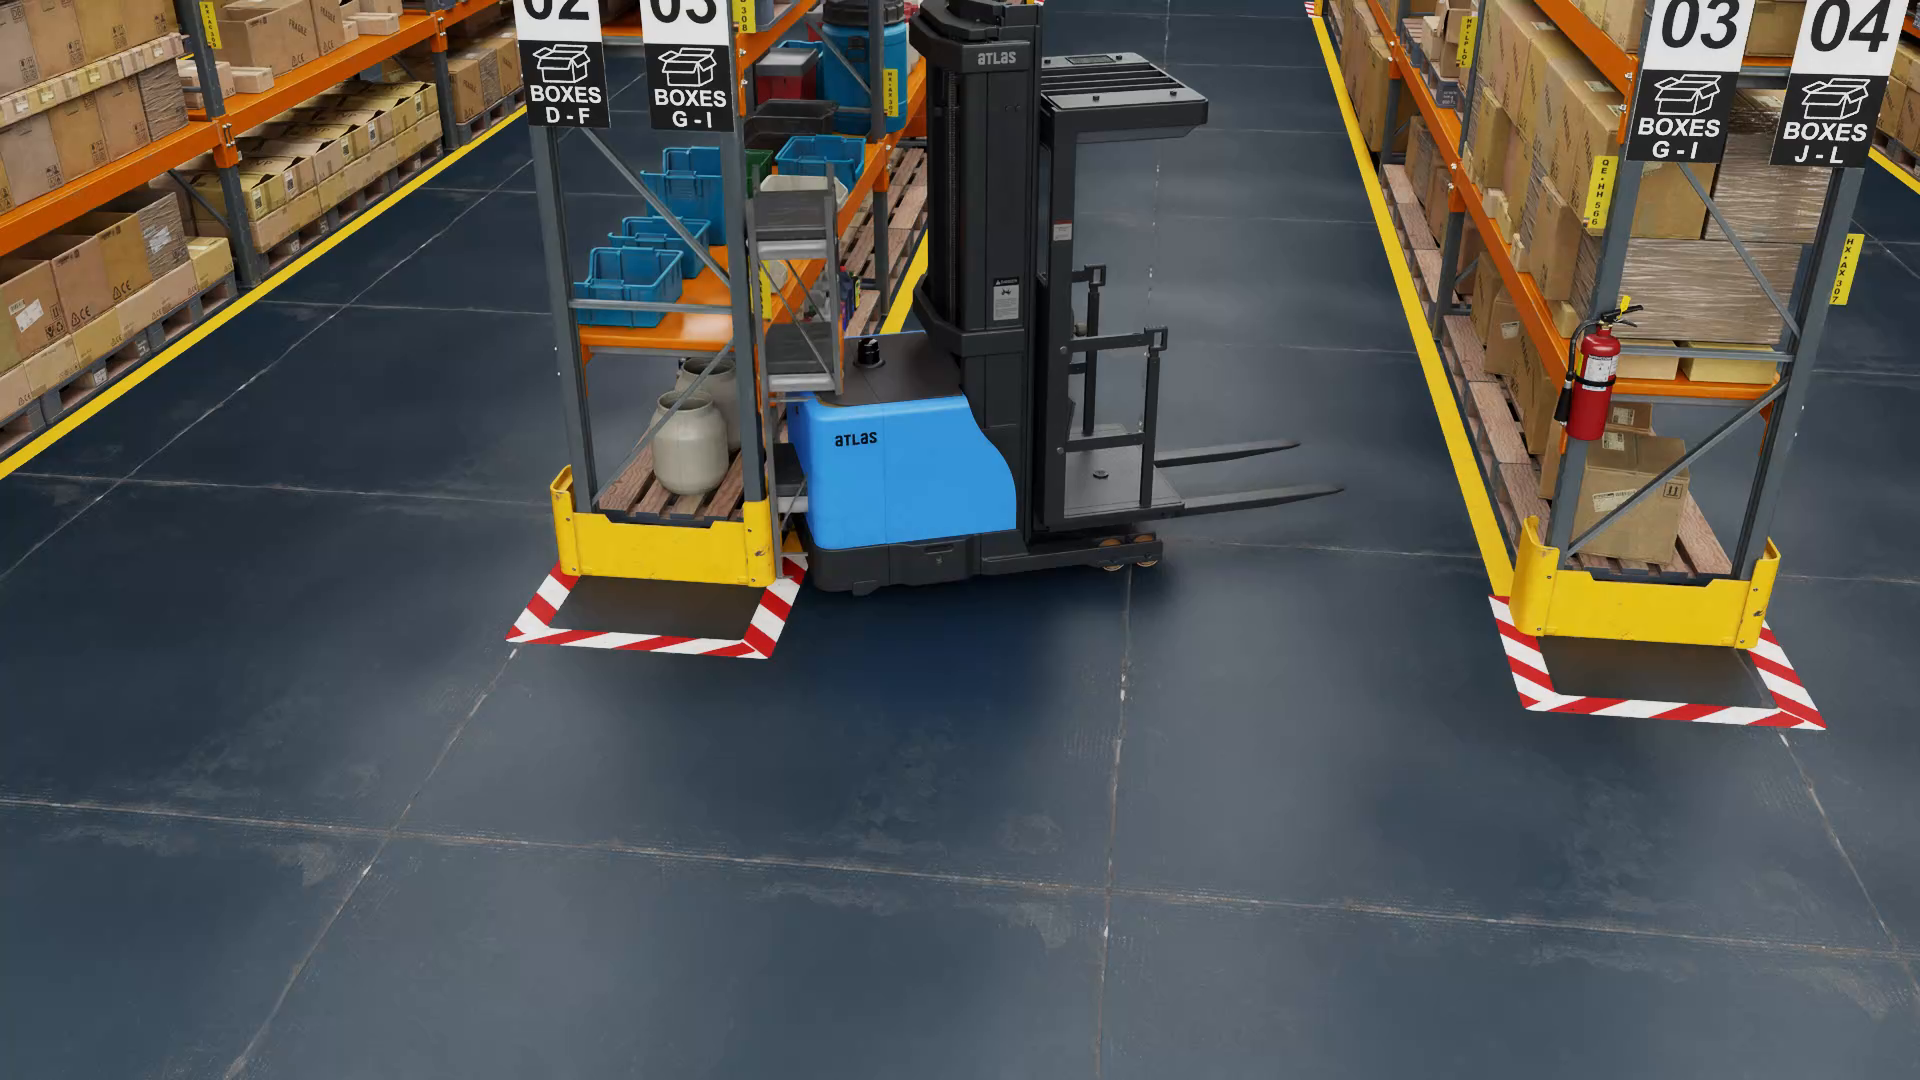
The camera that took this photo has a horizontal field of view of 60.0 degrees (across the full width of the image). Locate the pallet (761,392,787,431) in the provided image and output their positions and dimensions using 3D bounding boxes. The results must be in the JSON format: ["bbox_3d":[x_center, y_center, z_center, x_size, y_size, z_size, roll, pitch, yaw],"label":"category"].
[{"bbox_3d":[-1.297,-0.910,10.716,1.003,0.211,1.213,3,28,6],"label":"pallet"}]

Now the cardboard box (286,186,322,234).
[{"bbox_3d":[-5.583,-2.707,13.569,0.500,0.250,0.500,4,29,7],"label":"cardboard box"}]

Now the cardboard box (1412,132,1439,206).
[{"bbox_3d":[4.262,-3.137,14.082,0.700,0.500,0.500,1,28,2],"label":"cardboard box"}]

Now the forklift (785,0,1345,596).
[{"bbox_3d":[0.610,-1.362,8.687,3.031,2.935,1.130,-7,29,-12],"label":"forklift"}]

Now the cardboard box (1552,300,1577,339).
[{"bbox_3d":[3.240,-1.130,8.450,0.380,0.149,0.250,3,28,6],"label":"cardboard box"}]

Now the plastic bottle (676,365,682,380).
[{"bbox_3d":[-1.727,-0.996,10.423,0.097,0.201,0.097,0,28,0],"label":"plastic bottle"}]

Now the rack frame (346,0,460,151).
[{"bbox_3d":[-5.452,-5.200,15.739,1.000,3.000,0.127,3,28,6],"label":"rack frame"}]

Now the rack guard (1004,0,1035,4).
[{"bbox_3d":[0.434,-7.587,22.806,1.175,0.500,0.348,3,28,6],"label":"rack guard"}]

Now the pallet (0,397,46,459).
[{"bbox_3d":[-6.380,-0.569,10.083,1.003,0.211,1.213,3,28,6],"label":"pallet"}]

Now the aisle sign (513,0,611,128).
[{"bbox_3d":[-1.820,-2.272,7.564,0.394,0.787,0.004,3,28,6],"label":"aisle sign"}]

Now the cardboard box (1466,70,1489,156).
[{"bbox_3d":[3.773,-2.706,10.691,0.875,0.500,0.500,3,28,6],"label":"cardboard box"}]

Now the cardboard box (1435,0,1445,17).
[{"bbox_3d":[4.353,-4.595,14.068,0.500,0.500,0.500,0,28,0],"label":"cardboard box"}]

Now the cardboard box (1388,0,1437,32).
[{"bbox_3d":[4.194,-4.913,15.101,0.500,0.500,0.500,4,29,8],"label":"cardboard box"}]

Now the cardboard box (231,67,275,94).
[{"bbox_3d":[-5.631,-3.611,13.056,0.380,0.149,0.250,3,28,6],"label":"cardboard box"}]

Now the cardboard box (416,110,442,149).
[{"bbox_3d":[-5.274,-3.912,15.805,0.500,0.250,0.500,4,29,7],"label":"cardboard box"}]

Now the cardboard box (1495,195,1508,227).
[{"bbox_3d":[3.435,-1.955,9.981,0.380,0.149,0.250,3,28,6],"label":"cardboard box"}]

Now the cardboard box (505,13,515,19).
[{"bbox_3d":[-4.807,-5.695,18.829,0.500,0.500,0.500,3,29,6],"label":"cardboard box"}]

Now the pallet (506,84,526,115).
[{"bbox_3d":[-5.171,-4.894,18.111,1.003,0.211,1.213,3,28,6],"label":"pallet"}]

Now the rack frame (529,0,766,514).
[{"bbox_3d":[-1.517,-1.144,8.211,1.000,3.000,0.127,3,28,6],"label":"rack frame"}]

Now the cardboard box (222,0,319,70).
[{"bbox_3d":[-5.706,-4.205,13.787,0.500,0.500,0.500,3,28,6],"label":"cardboard box"}]

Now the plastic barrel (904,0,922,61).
[{"bbox_3d":[-0.502,-4.264,13.885,0.421,0.512,0.421,0,28,0],"label":"plastic barrel"}]

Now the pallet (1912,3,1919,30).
[{"bbox_3d":[9.271,-4.544,14.723,1.213,0.211,1.003,3,28,6],"label":"pallet"}]

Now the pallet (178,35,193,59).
[{"bbox_3d":[-9.899,-5.773,19.744,1.003,0.211,1.213,3,28,6],"label":"pallet"}]

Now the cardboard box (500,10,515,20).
[{"bbox_3d":[-5.317,-5.710,18.859,0.500,0.500,0.500,4,29,7],"label":"cardboard box"}]

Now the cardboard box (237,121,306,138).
[{"bbox_3d":[-5.991,-3.462,14.378,0.500,0.311,0.500,3,28,6],"label":"cardboard box"}]

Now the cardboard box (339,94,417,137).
[{"bbox_3d":[-5.329,-3.915,15.219,0.500,0.311,0.500,3,28,5],"label":"cardboard box"}]

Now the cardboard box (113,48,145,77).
[{"bbox_3d":[-5.825,-3.266,11.361,0.380,0.149,0.250,3,28,5],"label":"cardboard box"}]

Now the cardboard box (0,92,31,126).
[{"bbox_3d":[-5.981,-2.659,10.234,0.380,0.149,0.250,4,29,7],"label":"cardboard box"}]

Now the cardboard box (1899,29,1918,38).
[{"bbox_3d":[9.364,-5.000,16.771,0.500,0.250,0.500,4,29,8],"label":"cardboard box"}]

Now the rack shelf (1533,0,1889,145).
[{"bbox_3d":[3.644,-2.802,8.884,1.077,0.370,4.000,3,28,6],"label":"rack shelf"}]

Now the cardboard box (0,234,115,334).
[{"bbox_3d":[-5.959,-1.684,10.879,0.500,0.500,0.500,3,28,6],"label":"cardboard box"}]

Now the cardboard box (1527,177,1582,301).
[{"bbox_3d":[3.436,-1.531,8.510,0.875,0.500,0.500,3,28,6],"label":"cardboard box"}]

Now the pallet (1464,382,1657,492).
[{"bbox_3d":[3.695,-0.618,10.174,1.003,0.211,1.213,3,28,6],"label":"pallet"}]

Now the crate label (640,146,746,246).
[{"bbox_3d":[-1.560,-2.042,9.840,0.502,0.435,0.616,3,28,6],"label":"crate label"}]

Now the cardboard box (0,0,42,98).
[{"bbox_3d":[-6.175,-3.014,10.209,0.700,0.500,0.500,3,28,6],"label":"cardboard box"}]

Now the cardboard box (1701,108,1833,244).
[{"bbox_3d":[3.737,-1.715,7.797,0.500,0.500,0.500,3,28,6],"label":"cardboard box"}]

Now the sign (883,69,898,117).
[{"bbox_3d":[-0.482,-3.112,11.572,0.100,0.325,0.005,3,28,6],"label":"sign"}]

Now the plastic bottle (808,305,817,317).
[{"bbox_3d":[-0.987,-1.457,11.191,0.061,0.283,0.133,3,28,6],"label":"plastic bottle"}]

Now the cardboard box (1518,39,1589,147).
[{"bbox_3d":[3.410,-2.451,9.163,0.500,0.500,0.500,3,28,6],"label":"cardboard box"}]

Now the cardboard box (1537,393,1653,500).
[{"bbox_3d":[3.531,-0.517,9.240,0.500,0.500,0.500,11,30,19],"label":"cardboard box"}]

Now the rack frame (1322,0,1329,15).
[{"bbox_3d":[5.359,-8.388,21.657,1.000,3.000,0.127,3,28,6],"label":"rack frame"}]

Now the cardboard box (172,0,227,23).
[{"bbox_3d":[-9.685,-6.799,20.900,0.700,0.500,0.500,4,29,7],"label":"cardboard box"}]

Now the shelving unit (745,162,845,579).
[{"bbox_3d":[-0.800,-0.827,8.516,0.431,2.100,0.503,-2,32,-2],"label":"shelving unit"}]

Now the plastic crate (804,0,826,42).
[{"bbox_3d":[-1.038,-4.195,13.807,0.402,0.464,0.583,3,28,6],"label":"plastic crate"}]

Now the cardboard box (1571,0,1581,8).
[{"bbox_3d":[3.335,-2.829,8.333,0.500,0.250,0.500,4,29,7],"label":"cardboard box"}]

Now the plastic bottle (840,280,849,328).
[{"bbox_3d":[-0.843,-1.644,11.469,0.144,0.351,0.185,2,28,4],"label":"plastic bottle"}]

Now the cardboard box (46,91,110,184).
[{"bbox_3d":[-6.114,-2.667,10.932,0.700,0.500,0.500,4,29,7],"label":"cardboard box"}]

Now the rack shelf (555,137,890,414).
[{"bbox_3d":[-1.272,-1.769,10.129,1.077,0.370,4.000,3,28,6],"label":"rack shelf"}]

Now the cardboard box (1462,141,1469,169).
[{"bbox_3d":[3.564,-2.545,11.076,0.380,0.149,0.250,3,28,6],"label":"cardboard box"}]

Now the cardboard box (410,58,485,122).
[{"bbox_3d":[-5.113,-4.491,16.594,0.500,0.500,0.500,5,29,8],"label":"cardboard box"}]

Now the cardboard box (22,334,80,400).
[{"bbox_3d":[-6.026,-1.119,10.620,0.500,0.250,0.500,3,28,6],"label":"cardboard box"}]

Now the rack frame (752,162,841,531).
[{"bbox_3d":[-0.811,-0.954,8.723,0.400,2.100,0.015,-2,32,-2],"label":"rack frame"}]

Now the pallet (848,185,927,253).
[{"bbox_3d":[-0.822,-2.747,14.127,1.003,0.211,1.213,3,28,6],"label":"pallet"}]

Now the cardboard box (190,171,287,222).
[{"bbox_3d":[-5.644,-2.718,12.998,0.500,0.311,0.500,3,29,6],"label":"cardboard box"}]
